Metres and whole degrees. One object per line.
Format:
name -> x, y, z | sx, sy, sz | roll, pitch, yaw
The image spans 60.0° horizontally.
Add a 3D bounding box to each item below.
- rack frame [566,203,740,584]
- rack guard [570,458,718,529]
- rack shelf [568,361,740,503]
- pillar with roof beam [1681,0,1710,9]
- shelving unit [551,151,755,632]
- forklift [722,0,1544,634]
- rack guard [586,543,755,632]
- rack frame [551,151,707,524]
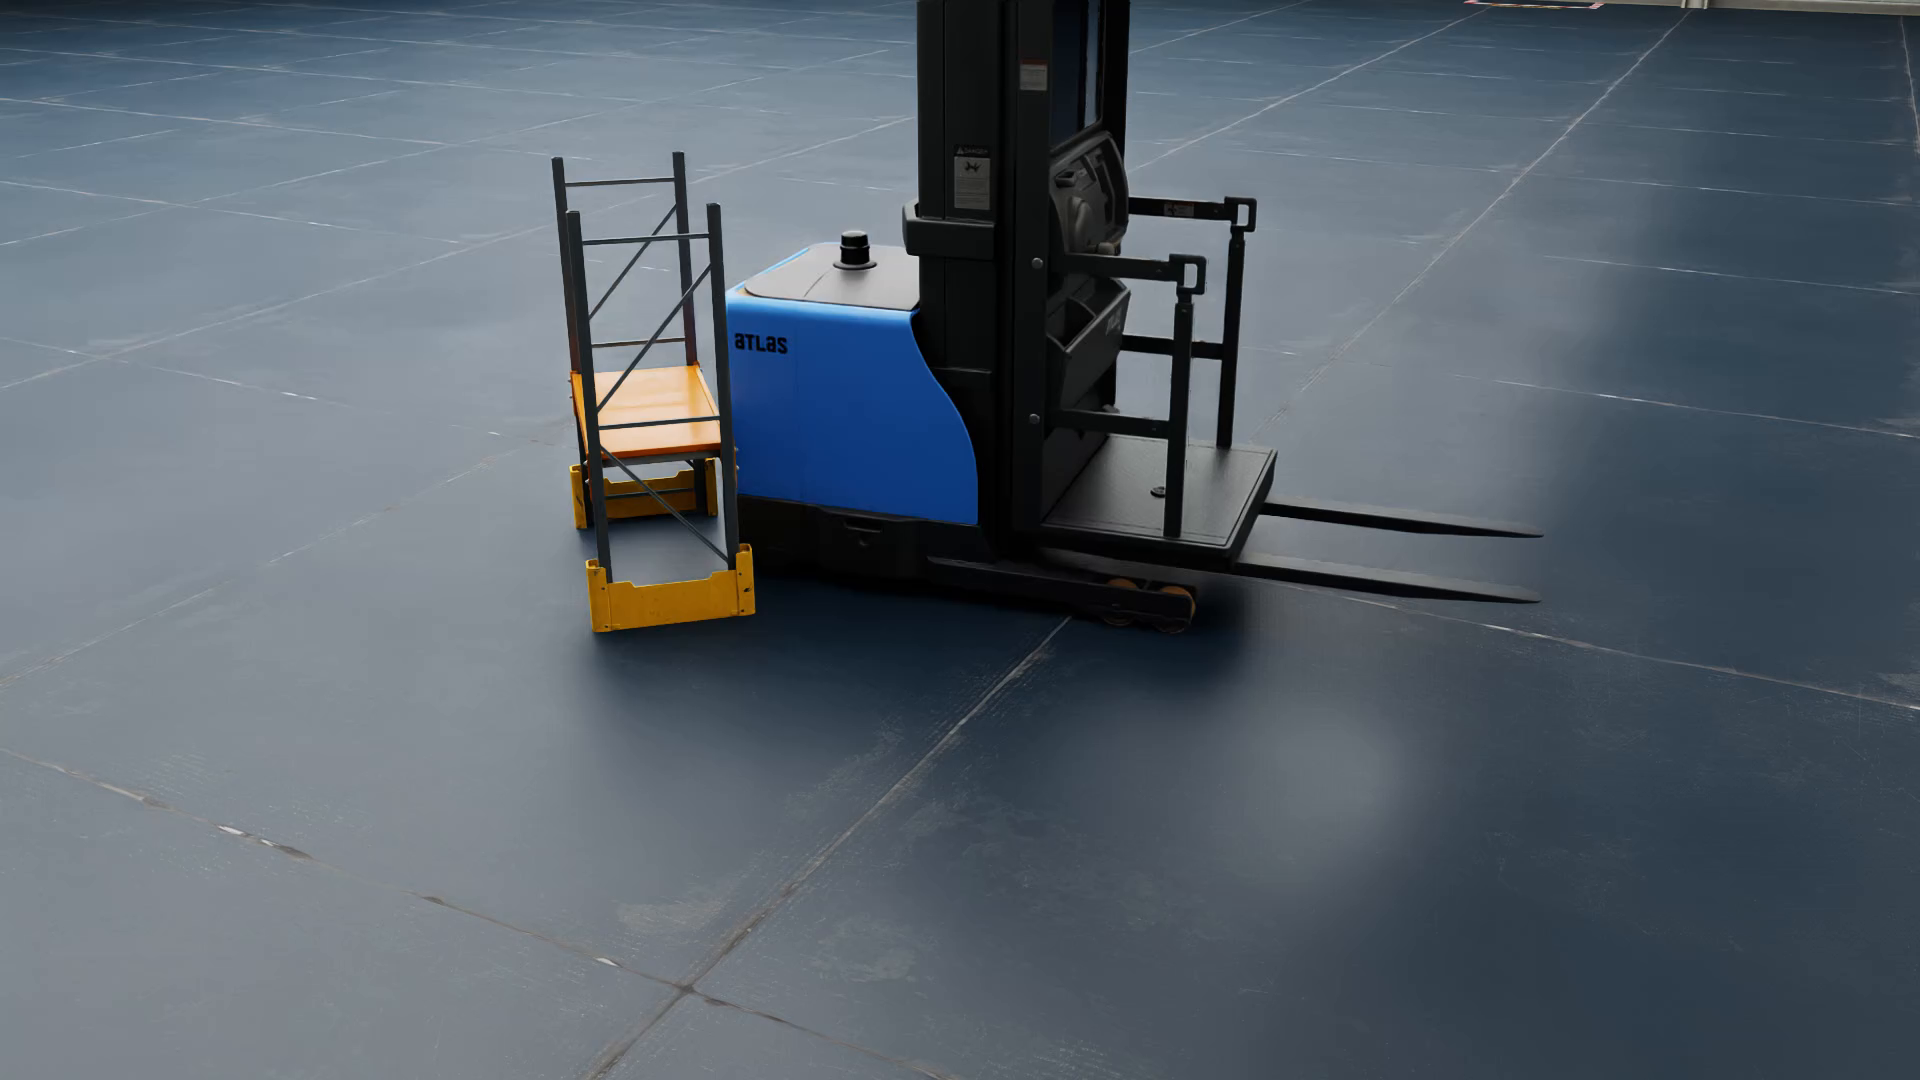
rack frame -> -1.040, -0.403, 5.763 | 0.500, 1.500, 0.032 | -6, 24, -14
rack guard -> -1.305, -0.204, 6.892 | 0.587, 0.250, 0.087 | -6, 24, -14
rack shelf -> -1.175, -0.429, 6.284 | 0.538, 0.185, 1.000 | -6, 24, -14
pillar with roof beam -> 10.102, -11.368, 21.964 | 0.400, 9.000, 9.100 | 11, 25, 25
shelving unit -> 6.327, 0.553, 3.132 | 13.309, 1.800, 11.382 | -6, 24, -14
forklift -> 0.654, -1.248, 5.922 | 3.031, 2.935, 1.130 | 8, 24, 17
rack guard -> -1.041, 0.172, 6.009 | 0.587, 0.250, 0.087 | -6, 24, -14
rack frame -> 6.349, 0.552, 3.134 | 13.265, 1.800, 11.374 | -6, 24, -14
